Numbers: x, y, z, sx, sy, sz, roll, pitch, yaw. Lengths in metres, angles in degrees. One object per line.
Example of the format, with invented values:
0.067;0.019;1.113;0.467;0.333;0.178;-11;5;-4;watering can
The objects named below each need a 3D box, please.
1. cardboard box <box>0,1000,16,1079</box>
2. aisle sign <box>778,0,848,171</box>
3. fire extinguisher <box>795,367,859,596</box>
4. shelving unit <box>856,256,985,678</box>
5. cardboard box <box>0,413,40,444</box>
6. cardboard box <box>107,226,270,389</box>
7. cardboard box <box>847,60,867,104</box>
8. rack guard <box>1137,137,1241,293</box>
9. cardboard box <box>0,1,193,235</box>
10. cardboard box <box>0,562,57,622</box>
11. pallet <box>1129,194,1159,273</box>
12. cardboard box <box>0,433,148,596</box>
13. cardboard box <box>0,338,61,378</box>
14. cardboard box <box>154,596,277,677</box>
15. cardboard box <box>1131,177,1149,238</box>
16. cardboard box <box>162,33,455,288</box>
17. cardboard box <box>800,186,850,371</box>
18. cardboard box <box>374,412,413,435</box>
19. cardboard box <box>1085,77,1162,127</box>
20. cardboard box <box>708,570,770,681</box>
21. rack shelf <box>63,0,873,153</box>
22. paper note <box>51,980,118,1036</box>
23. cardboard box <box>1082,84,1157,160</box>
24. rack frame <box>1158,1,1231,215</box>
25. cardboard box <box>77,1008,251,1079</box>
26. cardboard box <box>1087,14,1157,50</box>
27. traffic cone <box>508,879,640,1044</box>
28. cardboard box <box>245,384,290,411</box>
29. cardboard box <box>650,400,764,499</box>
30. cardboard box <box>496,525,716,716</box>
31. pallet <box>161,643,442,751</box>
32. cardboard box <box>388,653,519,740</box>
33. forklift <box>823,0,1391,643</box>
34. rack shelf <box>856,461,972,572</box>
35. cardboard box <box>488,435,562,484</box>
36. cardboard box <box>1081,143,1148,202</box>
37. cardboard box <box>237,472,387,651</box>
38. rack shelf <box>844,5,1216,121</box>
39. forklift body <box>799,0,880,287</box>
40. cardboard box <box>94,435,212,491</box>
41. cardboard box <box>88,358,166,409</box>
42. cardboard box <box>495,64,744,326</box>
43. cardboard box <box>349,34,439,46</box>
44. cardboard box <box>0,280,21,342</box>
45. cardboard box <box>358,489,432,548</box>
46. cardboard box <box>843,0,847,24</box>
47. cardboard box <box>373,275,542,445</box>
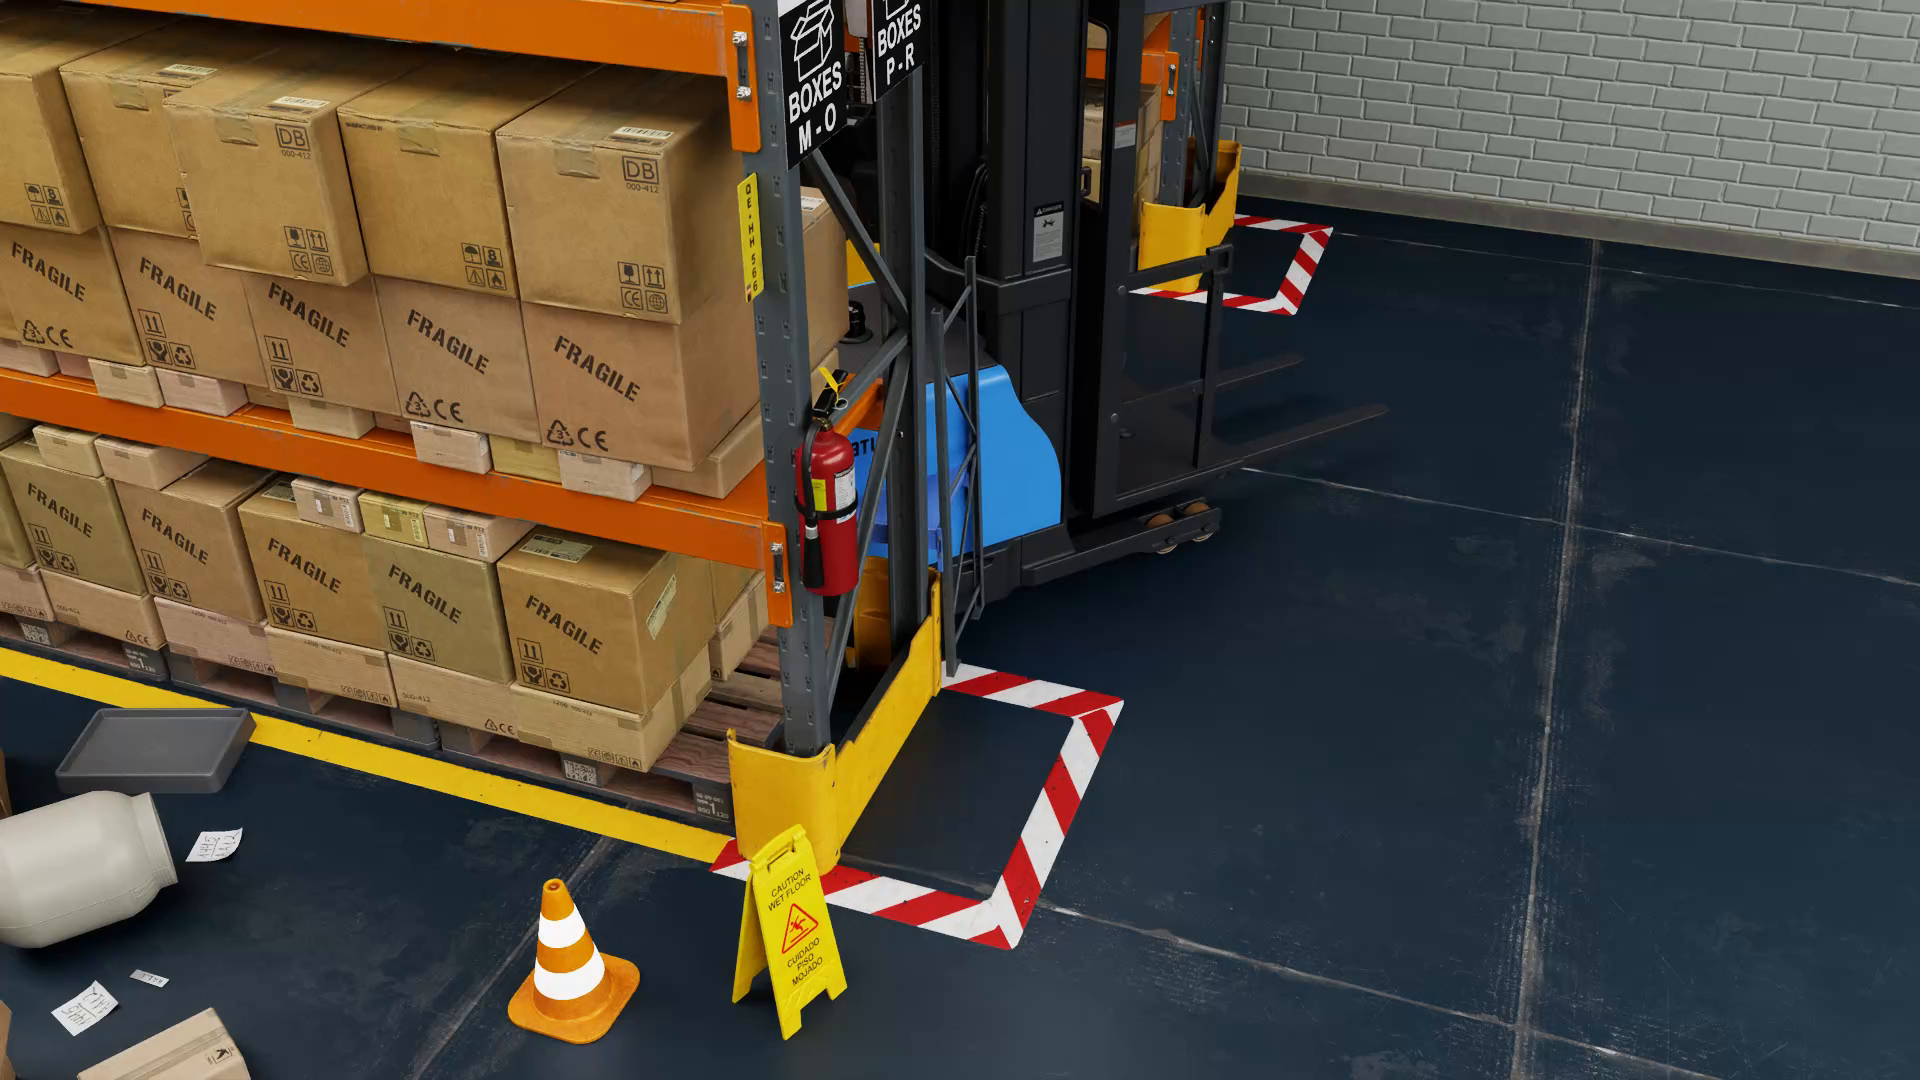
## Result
-2.847;1.573;4.350;0.637;0.503;0.797;-11;35;-17;cardboard box
-0.379;-1.380;4.226;0.004;0.787;0.394;11;34;16;aisle sign
-0.387;-0.159;4.802;0.183;0.674;0.296;11;34;16;fire extinguisher
-0.491;-0.300;6.227;1.048;1.500;0.538;6;33;13;shelving unit
-3.543;-0.489;6.100;0.250;0.149;0.380;11;35;17;cardboard box
-2.354;-0.863;5.454;0.500;0.500;0.500;11;35;17;cardboard box
-0.643;-2.623;9.774;0.500;0.250;0.500;10;34;15;cardboard box
1.354;-1.928;9.775;0.348;0.500;1.175;11;34;16;rack guard
-2.827;-1.365;5.310;0.500;0.500;0.700;10;34;15;cardboard box
-3.641;0.045;6.562;0.500;0.250;0.500;9;34;14;cardboard box
0.598;-1.930;10.044;1.213;0.211;1.003;11;34;16;pallet
-3.133;-0.178;6.217;0.500;0.500;0.500;12;35;18;cardboard box
-3.180;-0.737;5.857;0.250;0.149;0.380;12;35;18;cardboard box
-2.634;0.233;6.272;0.500;0.250;0.500;11;34;16;cardboard box
0.783;-1.929;9.619;0.500;0.250;0.500;11;35;17;cardboard box
-1.883;-1.154;4.983;0.500;0.500;0.700;11;34;16;cardboard box
-0.692;-0.843;5.423;0.500;0.500;0.500;10;34;16;cardboard box
-1.720;-0.499;5.489;0.250;0.149;0.380;11;35;17;cardboard box
0.943;-2.609;9.751;0.500;0.250;0.500;10;34;16;cardboard box
-1.006;0.242;6.257;0.500;0.250;0.500;11;34;16;cardboard box
-2.222;-1.771;5.126;4.000;0.370;1.077;11;34;16;rack shelf
-2.650;1.416;5.039;0.142;0.019;0.148;24;40;32;paper note
0.793;-2.349;9.349;0.500;0.250;0.500;12;35;18;cardboard box
1.332;-2.983;9.104;0.127;3.000;1.000;11;34;16;rack frame
-2.254;1.542;4.725;0.380;0.149;0.250;-25;40;-33;cardboard box
0.780;-2.981;9.009;0.500;0.500;0.500;10;34;15;cardboard box
-1.180;1.198;4.967;0.334;0.463;0.336;11;34;16;traffic cone
-2.196;-0.591;5.631;0.250;0.149;0.380;11;34;16;cardboard box
-0.764;-0.301;5.183;0.250;0.149;0.380;12;35;18;cardboard box
-1.182;0.203;5.627;0.500;0.500;0.500;11;35;17;cardboard box
-2.309;0.319;6.561;1.213;0.211;1.003;11;34;16;pallet
-1.676;0.422;5.979;0.500;0.250;0.500;11;34;17;cardboard box
0.544;-1.403;6.720;3.031;2.935;1.130;-17;37;-25;forklift
-0.486;-0.147;6.323;1.000;0.185;0.538;6;33;13;rack shelf
-1.274;-0.349;5.256;0.250;0.149;0.380;10;34;16;cardboard box
0.768;-2.143;9.491;0.500;0.250;0.500;11;34;16;cardboard box
-2.147;0.013;5.921;0.500;0.500;0.500;10;34;15;cardboard box
-0.551;-3.046;9.866;4.000;0.370;1.077;11;34;16;rack shelf
-1.069;-2.042;8.429;1.214;2.155;2.313;11;34;16;forklift body
-2.804;-0.348;5.882;0.250;0.149;0.380;13;35;19;cardboard box
-2.716;-0.614;5.666;0.250;0.149;0.380;11;34;17;cardboard box
-0.894;-1.016;4.771;0.500;0.500;0.700;10;34;15;cardboard box
-3.657;-3.129;11.133;0.625;0.625;0.875;11;34;16;cardboard box
-3.304;-1.044;5.734;0.500;0.500;0.500;11;34;16;cardboard box
-1.785;-0.150;5.576;0.250;0.149;0.380;12;35;17;cardboard box
-0.665;-3.260;9.442;0.500;0.500;0.500;11;35;17;cardboard box
-1.413;-0.667;5.151;0.500;0.500;0.500;11;34;17;cardboard box
